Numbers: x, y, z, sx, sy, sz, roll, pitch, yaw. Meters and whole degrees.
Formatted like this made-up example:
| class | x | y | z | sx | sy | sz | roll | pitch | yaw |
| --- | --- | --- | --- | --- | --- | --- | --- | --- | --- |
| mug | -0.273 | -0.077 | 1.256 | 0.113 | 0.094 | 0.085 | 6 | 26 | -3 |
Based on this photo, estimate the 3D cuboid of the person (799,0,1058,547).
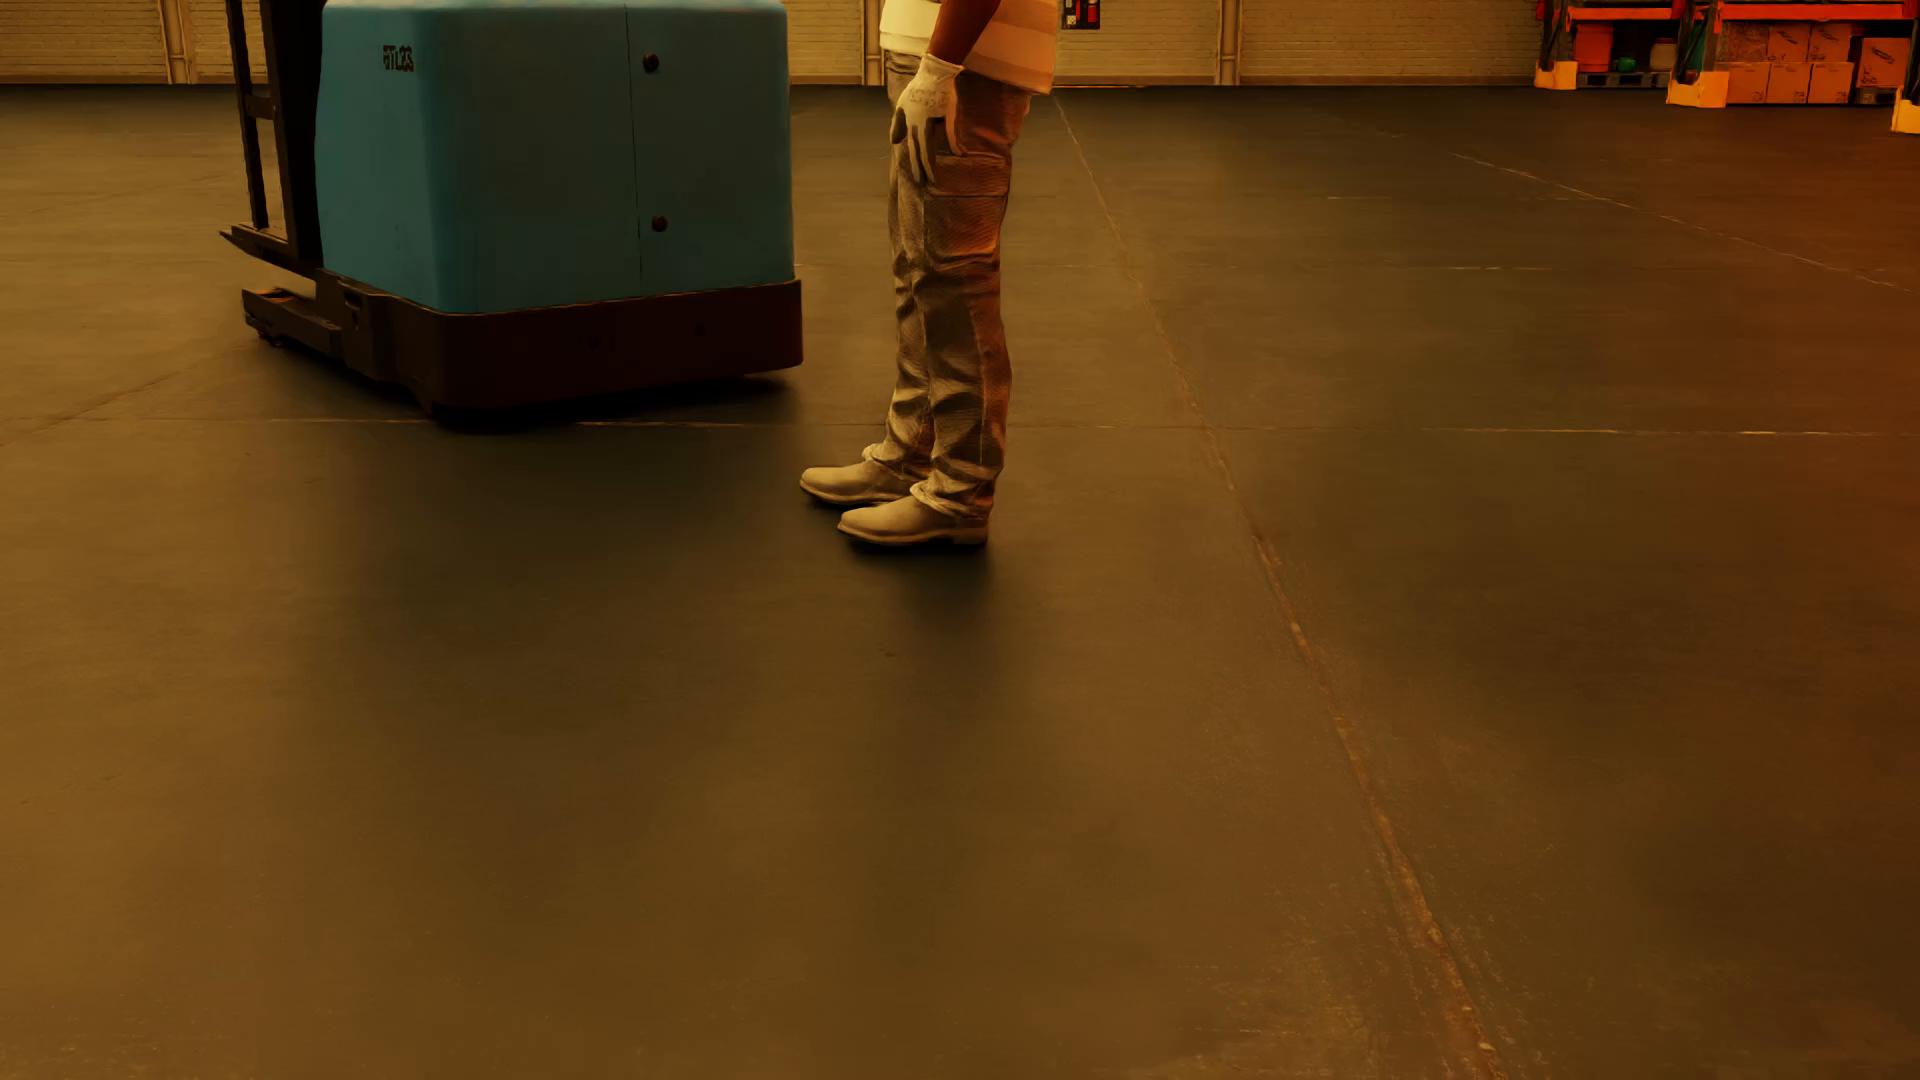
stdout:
| class | x | y | z | sx | sy | sz | roll | pitch | yaw |
| --- | --- | --- | --- | --- | --- | --- | --- | --- | --- |
| person | -0.072 | -0.861 | 3.115 | 0.575 | 1.784 | 0.656 | 1 | 17 | 2 |

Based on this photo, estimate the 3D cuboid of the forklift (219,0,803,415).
| class | x | y | z | sx | sy | sz | roll | pitch | yaw |
| --- | --- | --- | --- | --- | --- | --- | --- | --- | --- |
| forklift | -1.730 | -2.100 | 5.190 | 1.130 | 2.935 | 3.031 | -12 | 21 | -35 |
